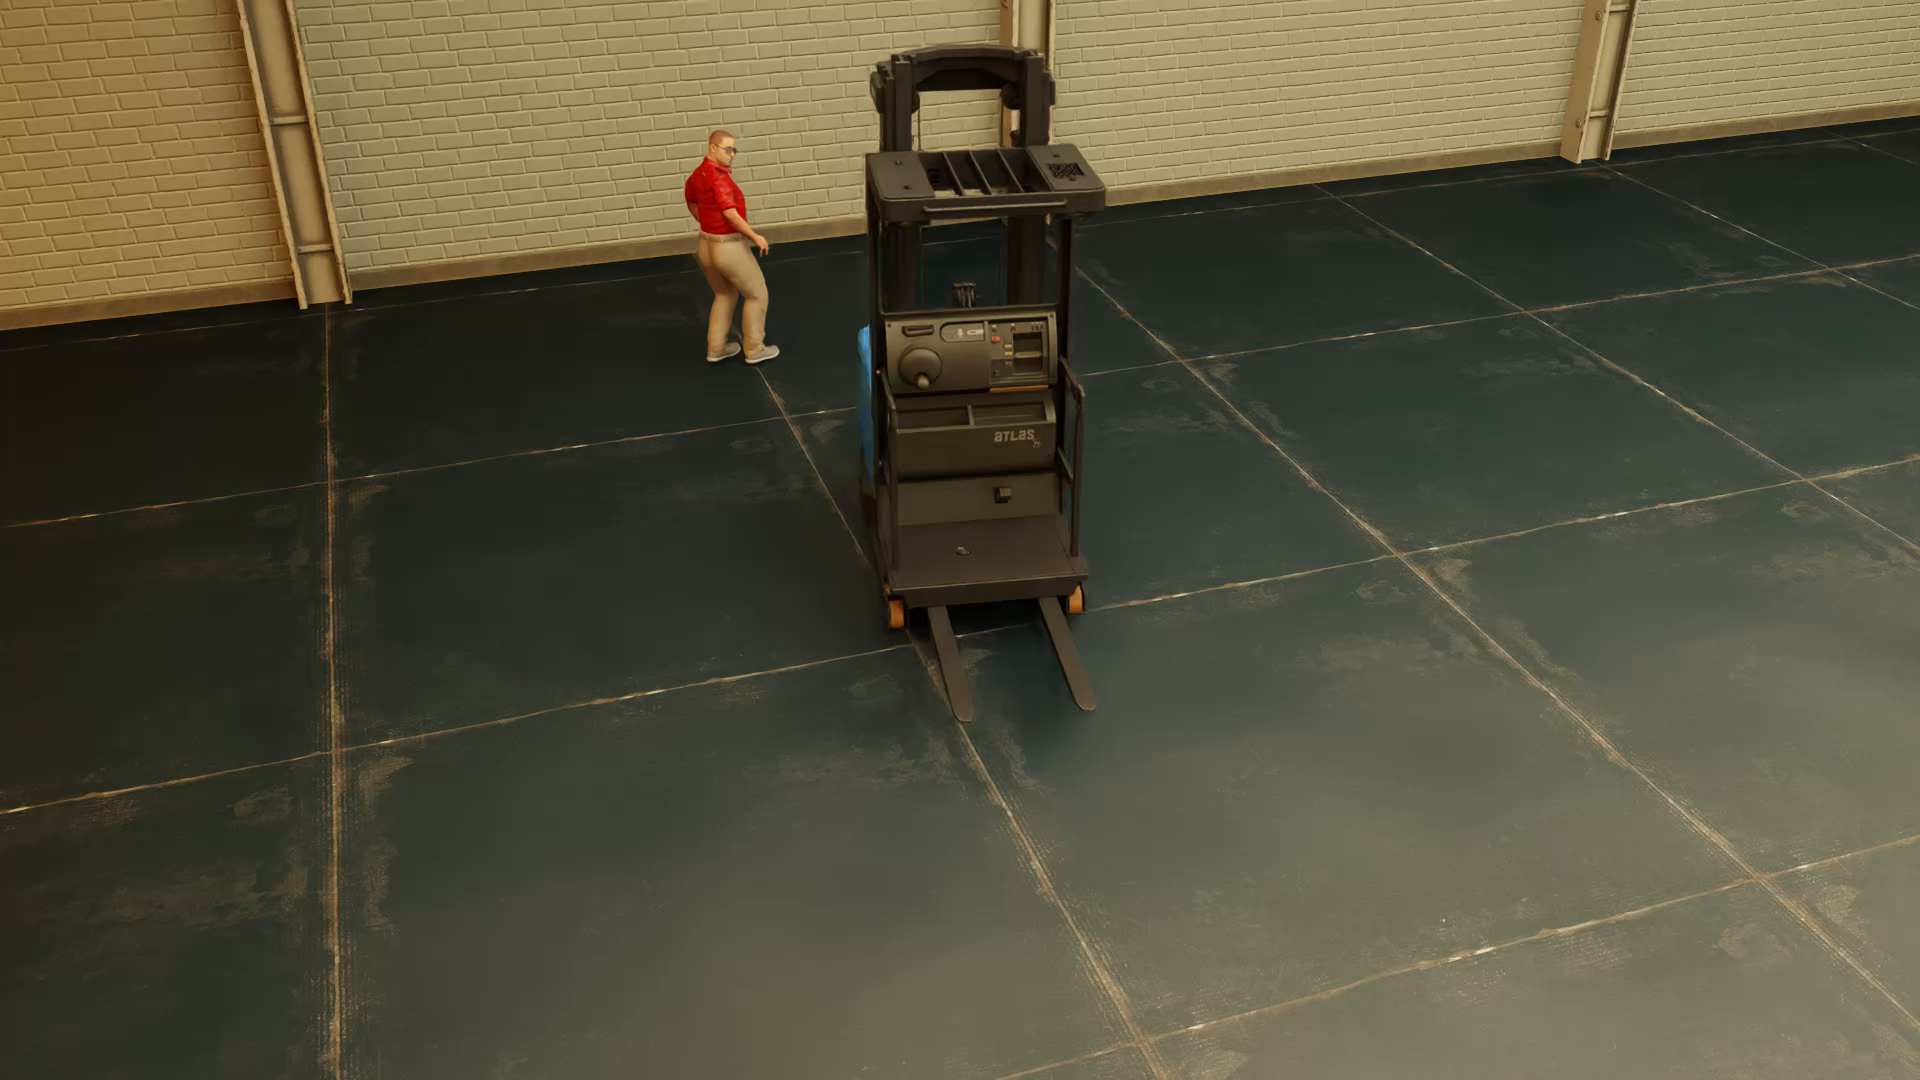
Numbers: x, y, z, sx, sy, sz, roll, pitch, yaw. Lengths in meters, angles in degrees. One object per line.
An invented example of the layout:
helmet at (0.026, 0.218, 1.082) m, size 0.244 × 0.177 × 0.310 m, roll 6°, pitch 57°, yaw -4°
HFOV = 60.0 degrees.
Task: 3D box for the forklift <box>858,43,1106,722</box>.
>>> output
forklift at (0.098, -0.970, 8.773) m, size 1.130 × 2.935 × 3.031 m, roll -4°, pitch 30°, yaw -8°

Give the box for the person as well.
person at (-1.658, -2.115, 12.006) m, size 0.505 × 1.700 × 0.734 m, roll -25°, pitch 38°, yaw -37°
